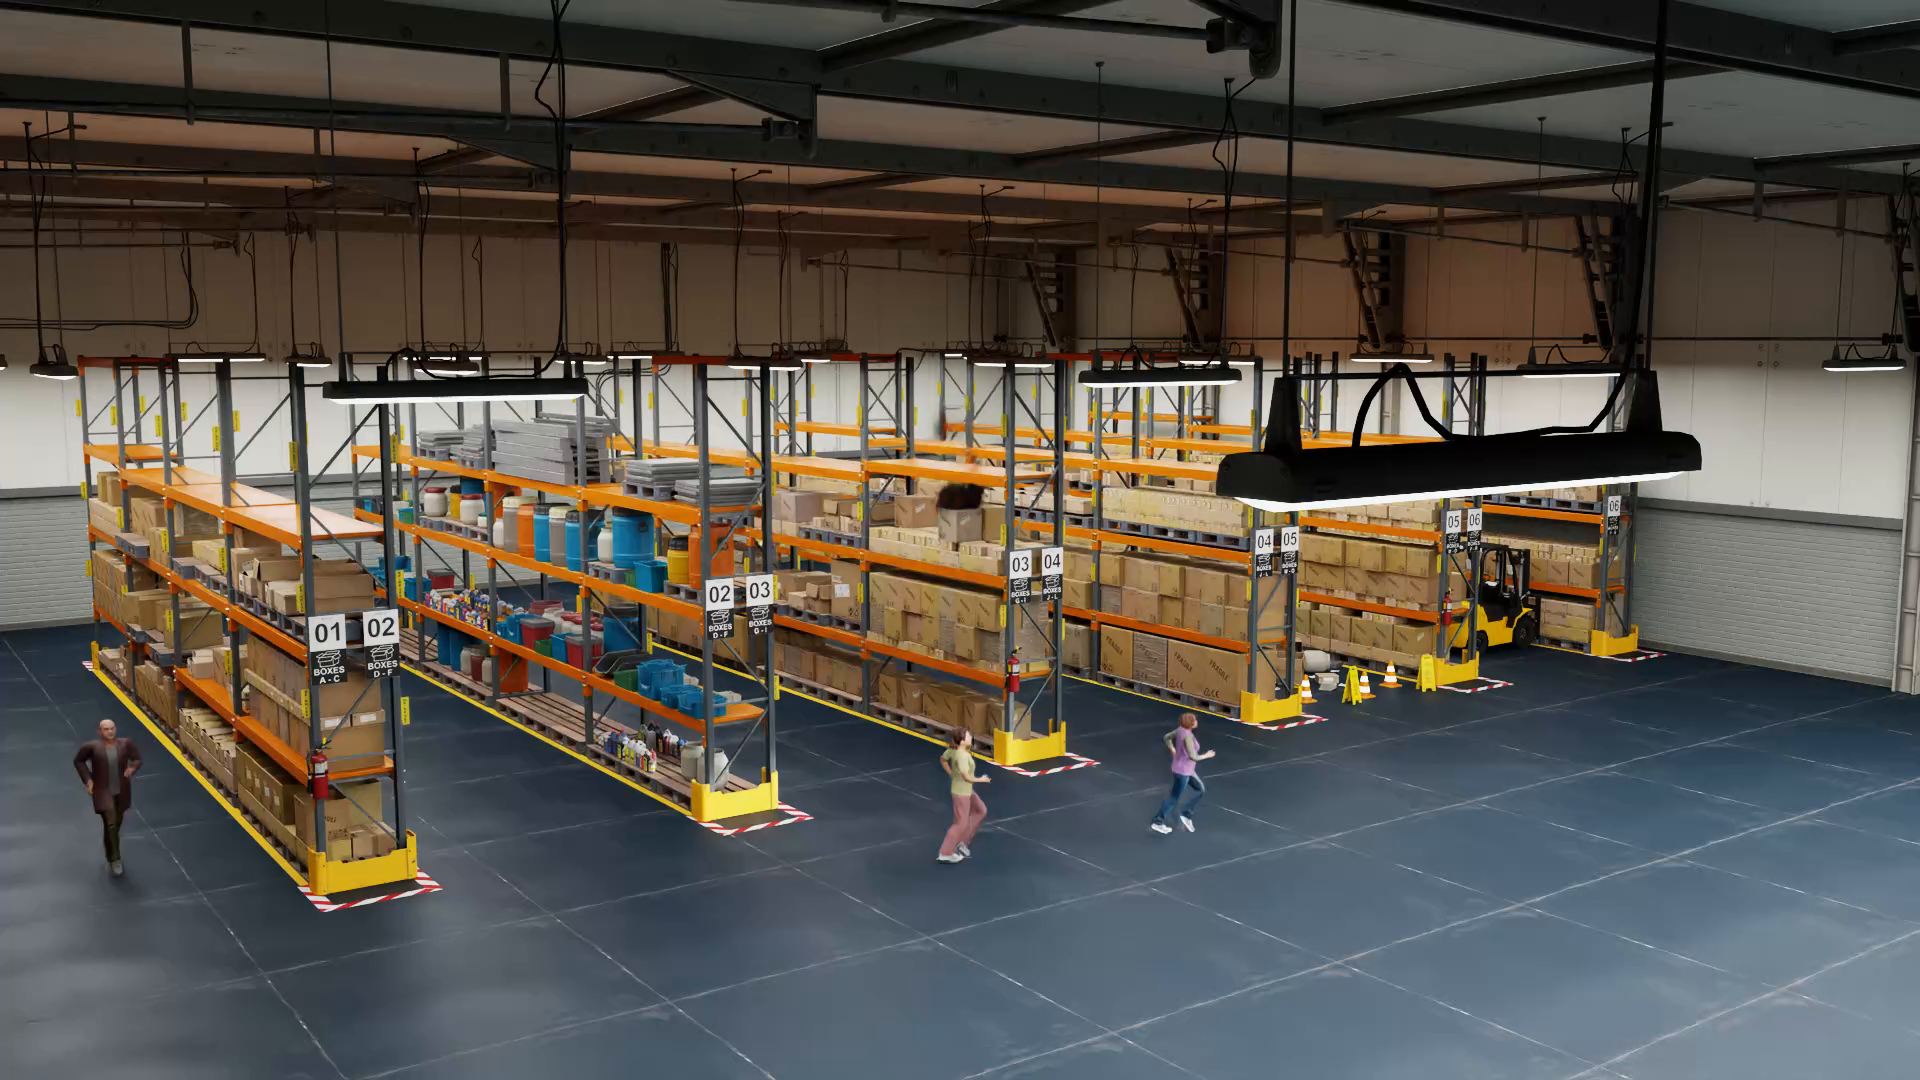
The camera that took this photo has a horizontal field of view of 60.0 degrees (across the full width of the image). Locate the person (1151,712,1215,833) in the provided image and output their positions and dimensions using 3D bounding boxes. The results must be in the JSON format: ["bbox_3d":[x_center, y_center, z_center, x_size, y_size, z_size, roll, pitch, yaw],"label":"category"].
[{"bbox_3d":[2.844,2.968,21.223,0.813,1.590,0.549,0,7,0],"label":"person"}]

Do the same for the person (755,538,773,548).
[{"bbox_3d":[-4.977,0.495,41.242,0.529,1.706,0.759,-5,9,-37],"label":"person"}]

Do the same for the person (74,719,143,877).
[{"bbox_3d":[-10.140,3.016,19.885,0.695,1.804,0.983,-7,10,-44],"label":"person"}]

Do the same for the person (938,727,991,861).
[{"bbox_3d":[0.052,3.067,20.128,0.643,1.642,0.572,-1,7,-6],"label":"person"}]
